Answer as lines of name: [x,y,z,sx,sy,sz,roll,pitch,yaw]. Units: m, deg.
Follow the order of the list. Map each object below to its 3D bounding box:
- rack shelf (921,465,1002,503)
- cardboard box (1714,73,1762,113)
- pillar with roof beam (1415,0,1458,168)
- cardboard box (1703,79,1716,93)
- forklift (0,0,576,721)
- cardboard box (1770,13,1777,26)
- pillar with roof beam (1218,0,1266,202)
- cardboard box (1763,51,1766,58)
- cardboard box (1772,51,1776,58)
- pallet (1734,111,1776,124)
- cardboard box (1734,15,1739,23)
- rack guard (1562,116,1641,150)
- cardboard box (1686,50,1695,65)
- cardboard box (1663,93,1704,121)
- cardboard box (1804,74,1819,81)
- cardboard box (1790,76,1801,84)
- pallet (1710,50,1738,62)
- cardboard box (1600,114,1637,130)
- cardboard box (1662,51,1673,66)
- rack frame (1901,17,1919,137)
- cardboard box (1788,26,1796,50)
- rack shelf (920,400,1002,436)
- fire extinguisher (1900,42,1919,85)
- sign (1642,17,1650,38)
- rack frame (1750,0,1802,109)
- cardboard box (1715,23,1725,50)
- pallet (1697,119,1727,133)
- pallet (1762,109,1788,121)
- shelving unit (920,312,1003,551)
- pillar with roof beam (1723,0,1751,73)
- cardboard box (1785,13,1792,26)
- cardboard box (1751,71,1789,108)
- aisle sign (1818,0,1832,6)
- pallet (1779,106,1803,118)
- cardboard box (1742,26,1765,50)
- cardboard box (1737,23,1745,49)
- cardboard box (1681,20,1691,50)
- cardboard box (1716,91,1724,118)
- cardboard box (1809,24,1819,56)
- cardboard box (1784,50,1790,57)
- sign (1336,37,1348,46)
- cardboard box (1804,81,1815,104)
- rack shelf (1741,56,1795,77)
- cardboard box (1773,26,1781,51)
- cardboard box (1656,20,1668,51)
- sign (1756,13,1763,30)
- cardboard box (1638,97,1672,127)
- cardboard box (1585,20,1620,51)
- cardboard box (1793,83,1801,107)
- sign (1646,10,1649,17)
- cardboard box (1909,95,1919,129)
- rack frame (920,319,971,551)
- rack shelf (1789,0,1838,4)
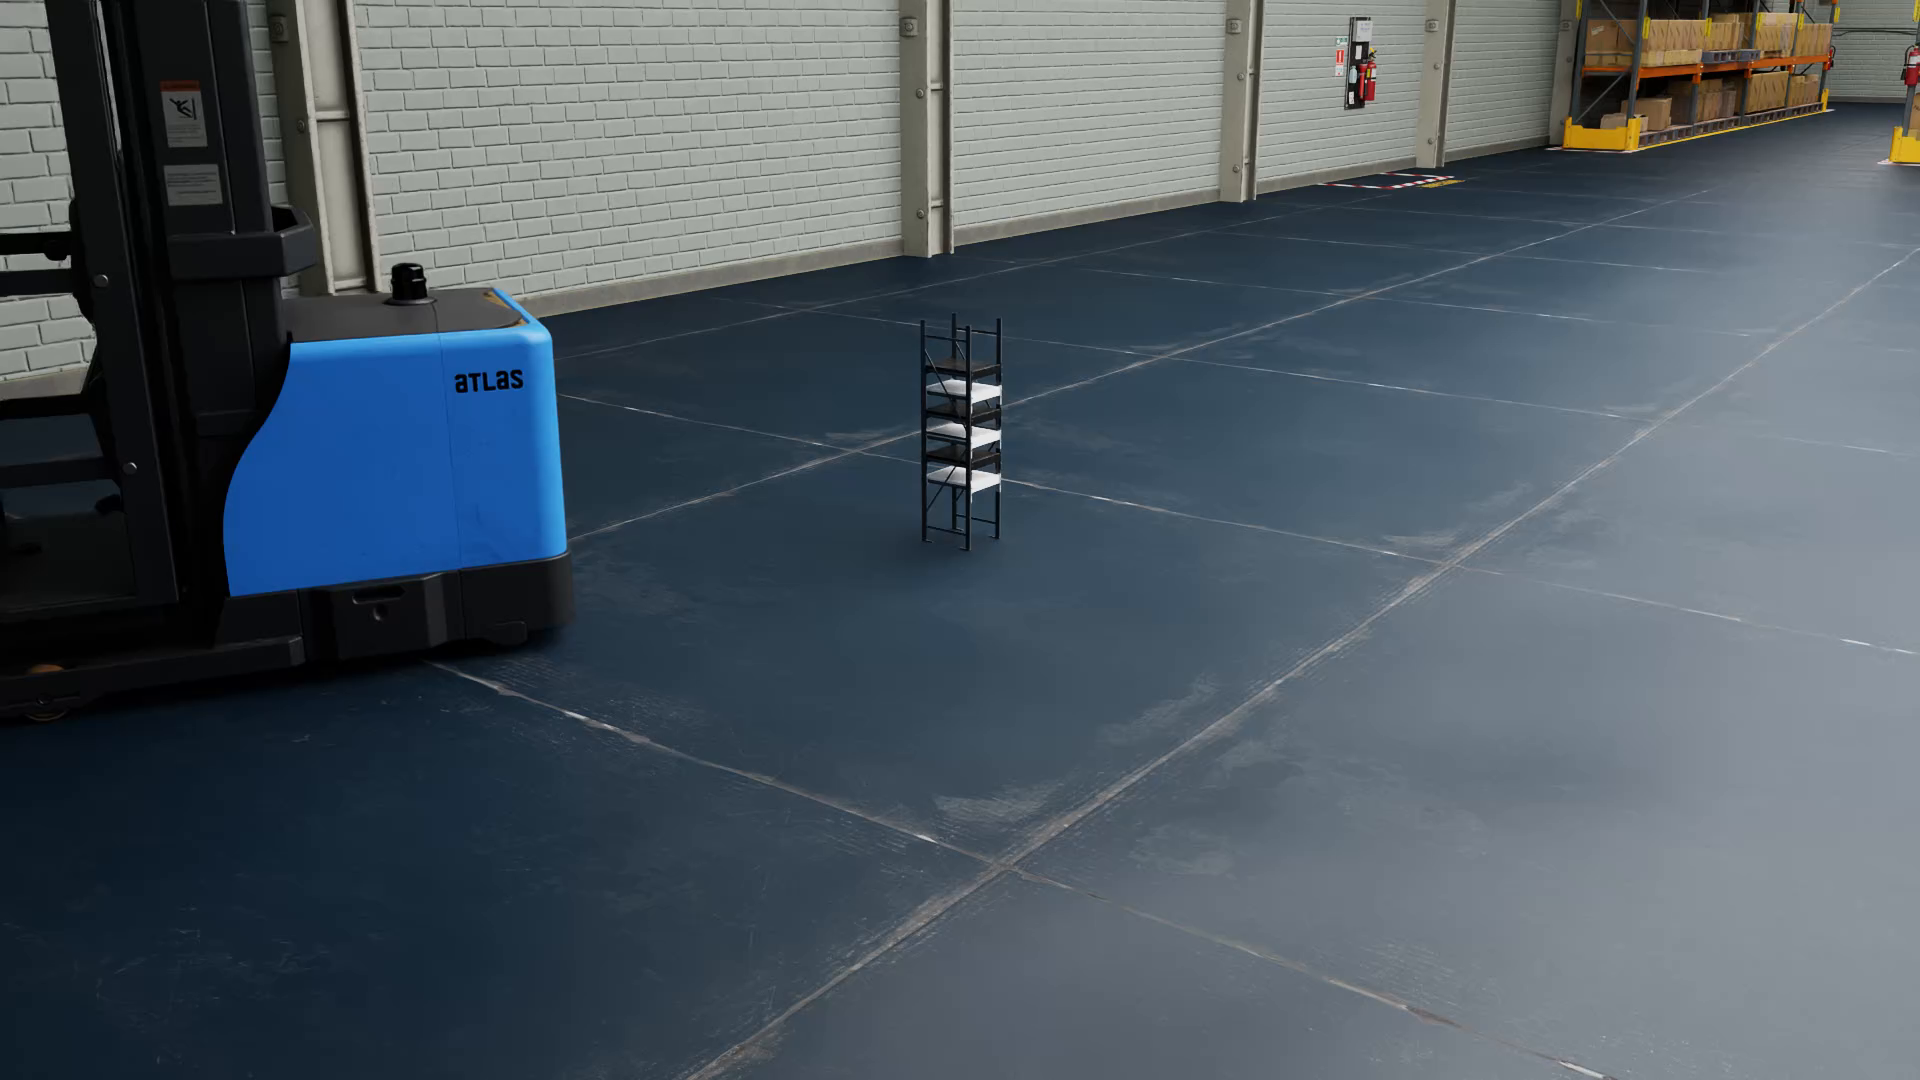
rack shelf: [0.005,-0.228,6.680,0.258,0.077,0.200,12,21,35]
cardboard box: [16.020,-9.234,34.337,0.750,0.750,0.750,12,21,34]
pillar with roof beam: [10.315,-8.997,20.543,9.100,9.000,0.400,12,21,35]
cardboard box: [14.397,-8.854,32.404,0.500,0.250,0.500,12,21,34]
forklift: [-2.870,-1.011,5.057,3.031,2.935,1.130,-7,19,-23]
cardboard box: [16.569,-10.776,34.418,0.500,0.250,0.500,13,21,35]
pillar with roof beam: [6.740,-7.568,15.941,9.100,9.000,0.400,12,21,35]
cardboard box: [16.603,-10.146,34.749,0.380,0.149,0.250,13,21,36]
cardboard box: [17.094,-10.325,35.323,0.380,0.149,0.250,12,21,33]
pallet: [16.734,-9.040,35.498,1.003,0.211,1.213,12,21,35]
cardboard box: [15.295,-10.388,33.133,0.380,0.149,0.250,9,20,28]
rack guard: [10.755,-6.827,27.884,1.175,0.500,0.348,12,21,35]
cardboard box: [12.751,-8.609,29.629,0.500,0.250,0.500,13,21,35]
cardboard box: [13.786,-8.282,31.827,0.700,0.500,0.500,12,21,34]
cardboard box: [19.977,-10.883,39.143,0.380,0.149,0.250,12,21,34]
cardboard box: [18.739,-10.386,37.545,0.380,0.149,0.250,13,22,37]
pallet: [14.330,-9.338,32.078,1.003,0.211,1.213,12,21,35]
cardboard box: [11.195,-7.077,28.268,0.500,0.311,0.500,10,20,29]
cardboard box: [11.862,-8.247,28.462,0.500,0.250,0.500,12,21,34]
rack frame: [14.691,-7.128,24.639,1.000,3.000,0.127,12,21,35]
cardboard box: [17.787,-10.905,36.099,0.500,0.500,0.500,12,21,34]
rack shelf: [0.005,-0.486,6.600,0.258,0.077,0.200,12,21,35]
fire extinguisher: [14.247,-7.145,24.824,0.296,0.674,0.183,12,21,35]
sign: [11.146,-8.320,27.018,0.100,0.325,0.005,12,21,35]
rack frame: [17.860,-10.861,36.659,1.000,3.000,0.127,12,21,35]
cardboard box: [14.130,-9.622,31.761,0.700,0.500,0.500,16,24,42]
pallet: [14.283,-8.101,32.474,1.003,0.211,1.213,12,21,35]
pallet: [17.461,-9.332,36.438,1.003,0.211,1.213,12,21,35]
shelving unit: [0.005,-0.432,6.617,0.258,0.900,0.210,12,21,35]
pillar with roof beam: [21.040,-13.284,34.349,9.100,9.000,0.400,12,21,35]
cardboard box: [17.475,-11.141,35.595,0.500,0.250,0.500,13,21,36]
cardboard box: [17.577,-9.857,36.343,0.750,0.750,0.750,13,21,35]
aisle sign: [20.527,-13.019,39.226,0.394,0.787,0.004,12,21,35]
pallet: [18.376,-9.696,37.611,1.003,0.211,1.213,12,21,35]
cardboard box: [15.972,-10.178,33.756,0.500,0.500,0.500,13,22,36]
cardboard box: [15.205,-10.052,33.145,0.700,0.500,0.500,10,20,28]
cardboard box: [12.459,-8.846,29.126,0.500,0.500,0.500,12,21,33]
cardboard box: [14.689,-8.641,32.986,0.700,0.500,0.500,12,21,35]
cardboard box: [19.061,-11.478,38.142,0.980,0.700,0.700,11,20,32]
cardboard box: [17.755,-10.555,36.066,0.380,0.149,0.250,13,21,36]
sign: [4.952,-6.467,21.558,0.001,0.109,0.331,12,21,35]
cardboard box: [19.609,-10.516,39.058,0.700,0.500,0.500,12,21,35]
rack shelf: [16.668,-10.041,35.232,1.077,0.370,4.000,12,21,35]
cardboard box: [16.892,-10.544,34.936,0.500,0.500,0.500,13,22,36]
cardboard box: [11.538,-8.475,27.932,0.500,0.500,0.500,12,21,35]
sign: [15.918,-10.329,33.129,0.100,0.325,0.005,12,21,35]
cardboard box: [12.507,-7.717,30.010,0.500,0.500,0.500,11,20,31]
cardboard box: [10.820,-8.448,27.846,0.500,0.500,0.500,12,21,34]
cardboard box: [18.690,-10.146,37.866,0.700,0.500,0.500,12,21,34]
sign: [12.646,-9.605,30.664,0.100,0.325,0.005,12,21,35]
cardboard box: [14.771,-6.554,25.454,0.500,0.500,0.500,12,21,35]
rack frame: [-0.056,-0.407,6.539,0.240,0.900,0.006,12,21,35]
rack shelf: [19.052,-12.426,37.855,1.077,0.370,4.000,12,21,35]
